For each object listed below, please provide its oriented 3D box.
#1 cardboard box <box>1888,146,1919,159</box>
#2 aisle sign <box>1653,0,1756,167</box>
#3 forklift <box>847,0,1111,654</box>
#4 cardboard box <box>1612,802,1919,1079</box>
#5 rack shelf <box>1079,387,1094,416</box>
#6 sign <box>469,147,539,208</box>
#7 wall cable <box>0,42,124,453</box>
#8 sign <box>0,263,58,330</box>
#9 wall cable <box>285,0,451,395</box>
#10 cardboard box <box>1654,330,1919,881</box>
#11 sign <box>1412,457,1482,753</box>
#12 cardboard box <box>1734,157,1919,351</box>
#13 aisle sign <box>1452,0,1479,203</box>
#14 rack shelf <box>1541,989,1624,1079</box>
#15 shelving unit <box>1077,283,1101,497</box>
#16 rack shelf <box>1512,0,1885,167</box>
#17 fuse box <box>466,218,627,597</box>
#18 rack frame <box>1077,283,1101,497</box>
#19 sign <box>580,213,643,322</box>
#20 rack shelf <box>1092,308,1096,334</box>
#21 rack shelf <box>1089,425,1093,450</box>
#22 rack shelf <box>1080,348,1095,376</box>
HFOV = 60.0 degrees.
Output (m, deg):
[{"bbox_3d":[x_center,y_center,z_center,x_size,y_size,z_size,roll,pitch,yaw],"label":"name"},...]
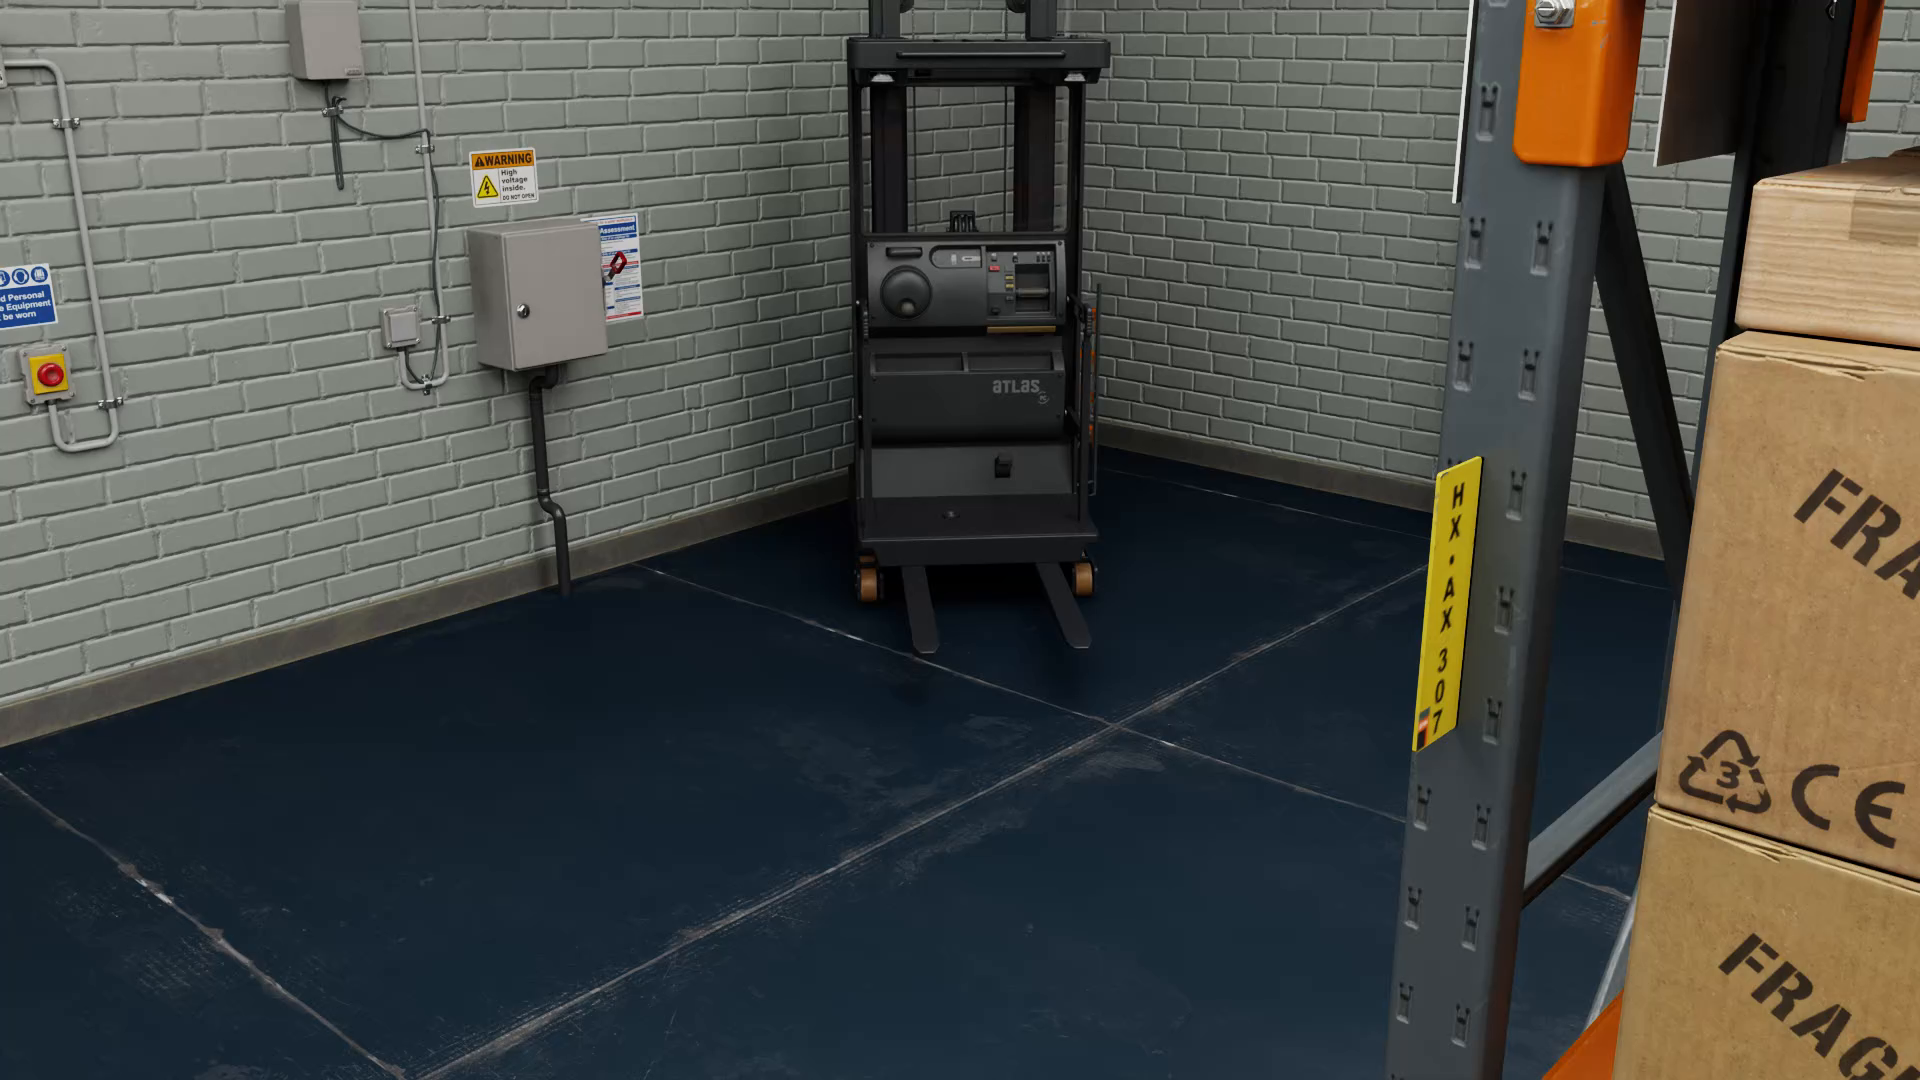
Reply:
[{"bbox_3d":[1.318,-0.407,2.045,0.250,0.149,0.380,15,23,40],"label":"cardboard box"},{"bbox_3d":[1.069,-0.924,2.267,0.004,0.787,0.394,15,23,39],"label":"aisle sign"},{"bbox_3d":[0.051,-1.209,7.575,1.130,2.935,3.031,-1,18,-5],"label":"forklift"},{"bbox_3d":[1.085,0.513,1.870,0.500,0.500,0.500,15,23,39],"label":"cardboard box"},{"bbox_3d":[0.516,-0.798,9.364,0.258,0.148,0.480,-14,23,-38],"label":"rack shelf"},{"bbox_3d":[-2.004,-1.596,7.316,0.001,0.242,0.339,15,23,39],"label":"sign"},{"bbox_3d":[-3.316,-1.226,5.786,0.123,1.953,0.585,15,23,39],"label":"wall cable"},{"bbox_3d":[-3.394,-0.857,5.908,0.001,0.218,0.327,15,23,39],"label":"sign"},{"bbox_3d":[-2.383,-1.535,6.809,0.122,1.984,0.588,15,23,39],"label":"wall cable"},{"bbox_3d":[1.087,0.036,1.721,0.500,0.500,0.500,14,23,38],"label":"cardboard box"},{"bbox_3d":[0.544,0.074,1.859,0.005,0.325,0.100,15,23,39],"label":"sign"},{"bbox_3d":[0.999,-0.300,1.707,0.250,0.149,0.380,16,23,40],"label":"cardboard box"},{"bbox_3d":[0.671,-0.788,1.839,0.004,0.787,0.394,15,23,39],"label":"aisle sign"},{"bbox_3d":[2.413,1.144,1.237,4.000,0.370,1.077,15,23,39],"label":"rack shelf"},{"bbox_3d":[0.516,-0.862,9.344,0.258,1.200,0.503,-14,23,-38],"label":"shelving unit"},{"bbox_3d":[2.413,-0.286,0.784,4.000,0.370,1.077,15,23,39],"label":"rack shelf"},{"bbox_3d":[-1.812,-0.559,7.545,0.414,1.711,0.539,15,23,39],"label":"fuse box"},{"bbox_3d":[0.675,-0.806,9.167,0.240,1.200,0.015,-14,23,-38],"label":"rack frame"},{"bbox_3d":[-1.639,-1.281,7.847,0.001,0.494,0.329,15,23,39],"label":"sign"},{"bbox_3d":[0.516,-1.236,9.225,0.258,0.148,0.480,-14,23,-38],"label":"rack shelf"},{"bbox_3d":[0.516,-0.608,9.424,0.258,0.148,0.480,-14,23,-38],"label":"rack shelf"},{"bbox_3d":[0.516,-1.011,9.297,0.258,0.148,0.480,-14,23,-38],"label":"rack shelf"}]
